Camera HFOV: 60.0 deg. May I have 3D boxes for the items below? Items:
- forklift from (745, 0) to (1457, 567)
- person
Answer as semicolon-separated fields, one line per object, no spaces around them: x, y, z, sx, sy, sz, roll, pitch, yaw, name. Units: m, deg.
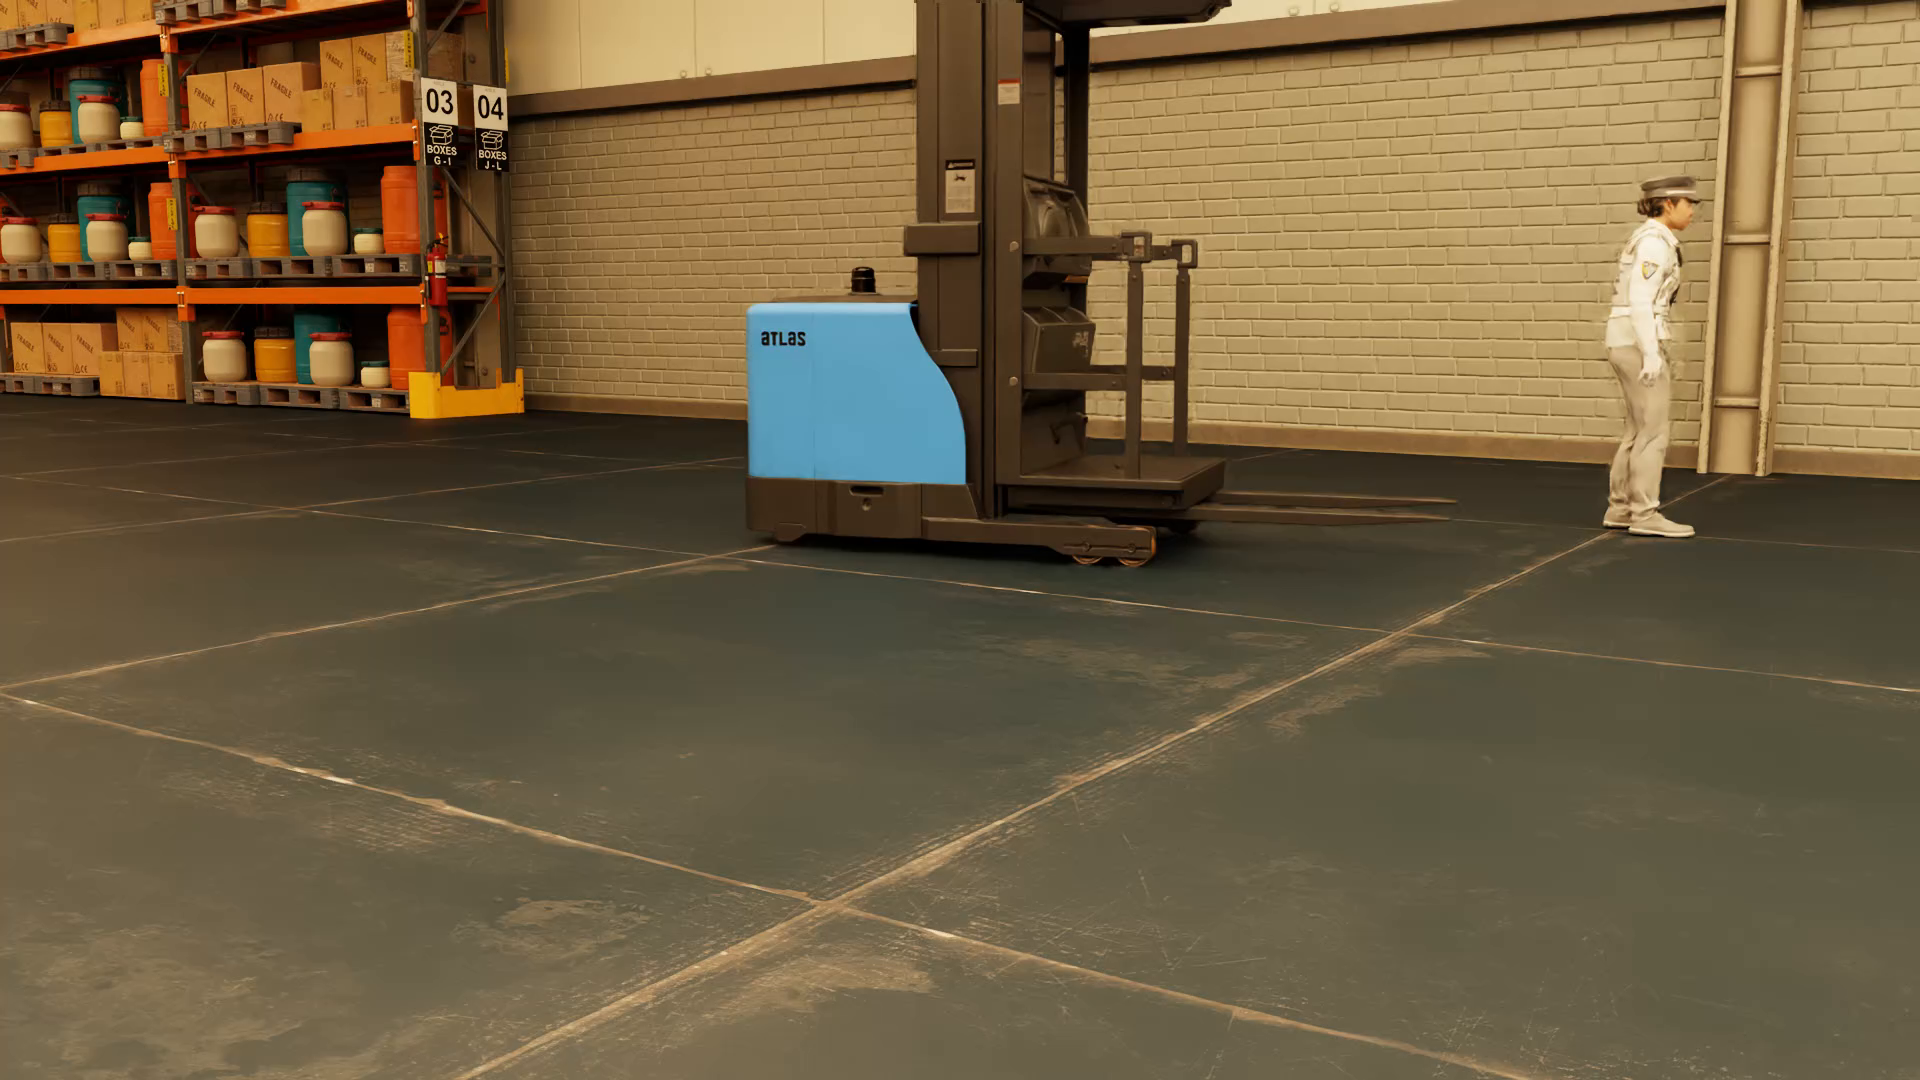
0.614;-1.424;7.208;3.031;2.935;1.130;3;9;19;forklift
3.254;-0.864;7.782;0.444;1.661;0.543;4;9;25;person
